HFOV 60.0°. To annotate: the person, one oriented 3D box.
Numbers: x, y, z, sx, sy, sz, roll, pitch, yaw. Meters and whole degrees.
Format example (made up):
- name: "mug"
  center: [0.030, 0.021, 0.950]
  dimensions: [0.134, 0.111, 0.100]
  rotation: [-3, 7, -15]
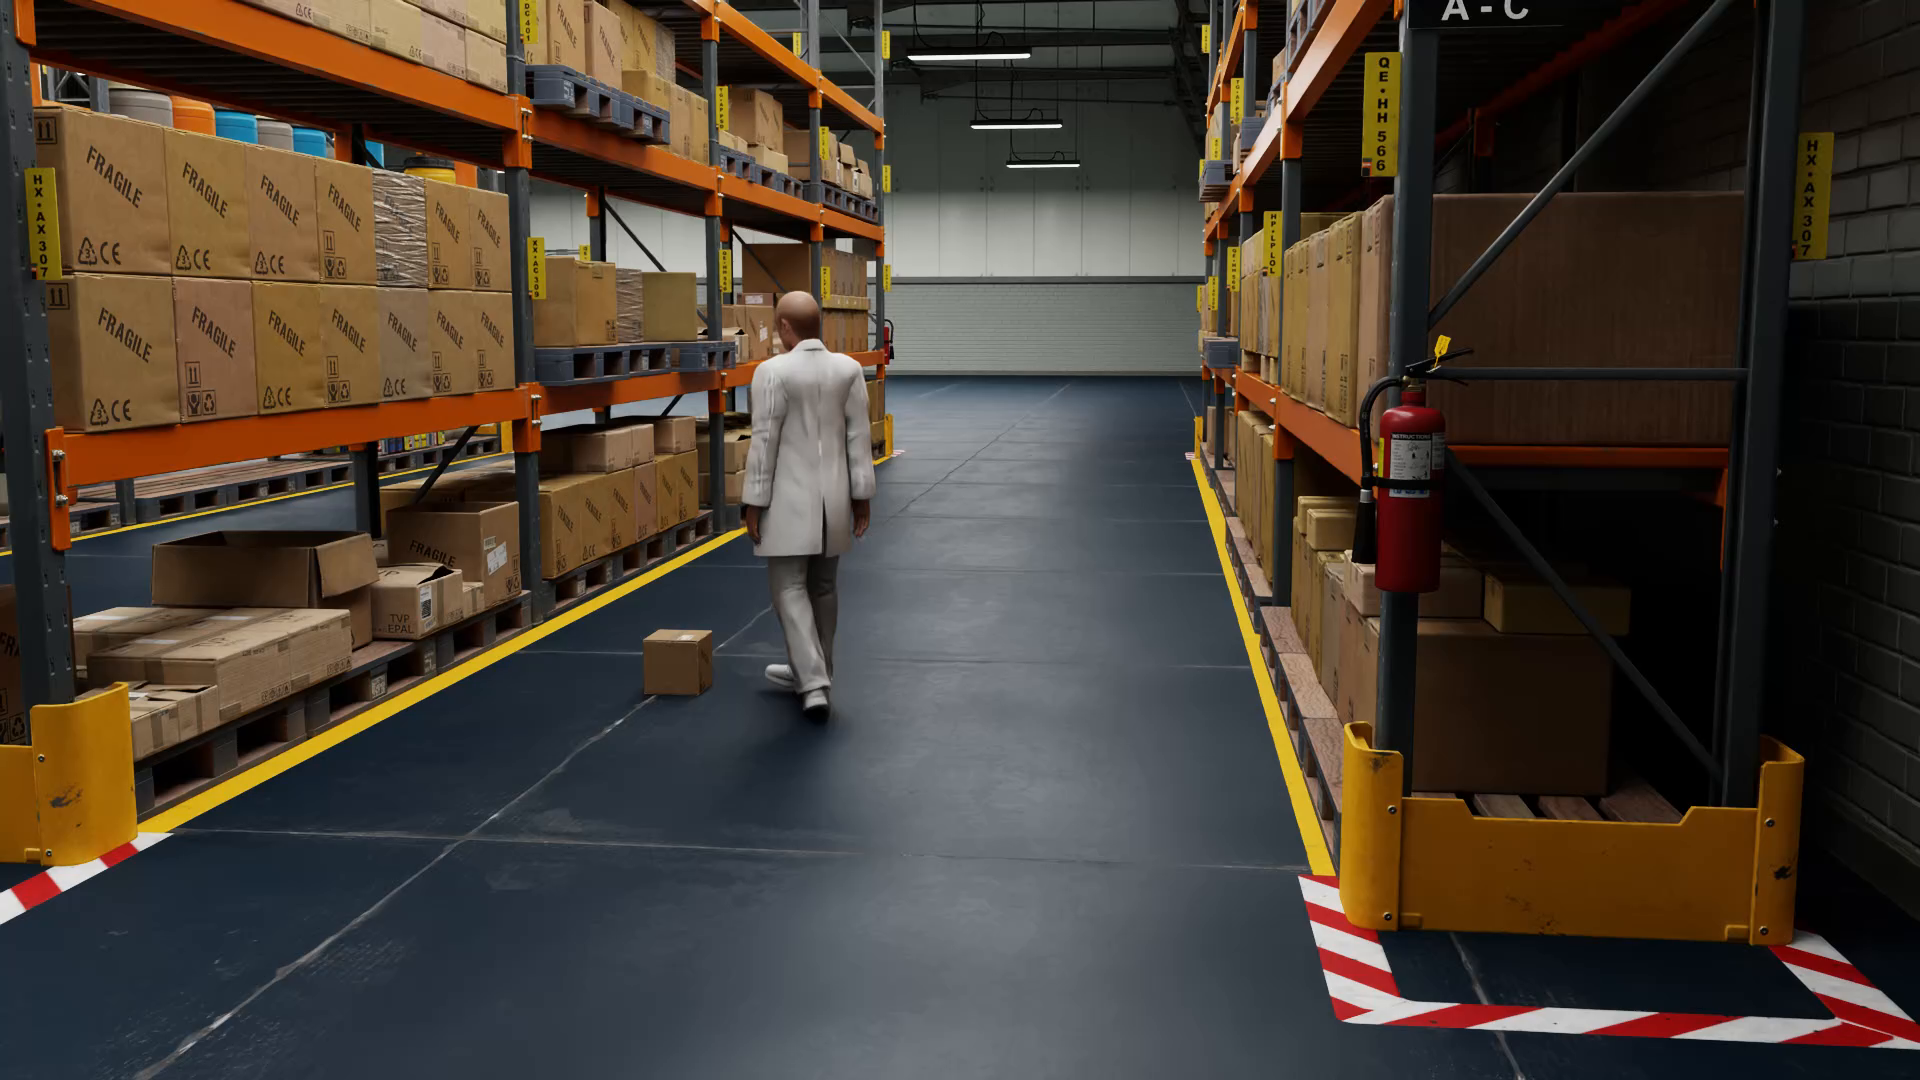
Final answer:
- name: "person"
  center: [-0.686, -0.163, 7.125]
  dimensions: [0.621, 1.786, 0.738]
  rotation: [-5, 9, -35]
